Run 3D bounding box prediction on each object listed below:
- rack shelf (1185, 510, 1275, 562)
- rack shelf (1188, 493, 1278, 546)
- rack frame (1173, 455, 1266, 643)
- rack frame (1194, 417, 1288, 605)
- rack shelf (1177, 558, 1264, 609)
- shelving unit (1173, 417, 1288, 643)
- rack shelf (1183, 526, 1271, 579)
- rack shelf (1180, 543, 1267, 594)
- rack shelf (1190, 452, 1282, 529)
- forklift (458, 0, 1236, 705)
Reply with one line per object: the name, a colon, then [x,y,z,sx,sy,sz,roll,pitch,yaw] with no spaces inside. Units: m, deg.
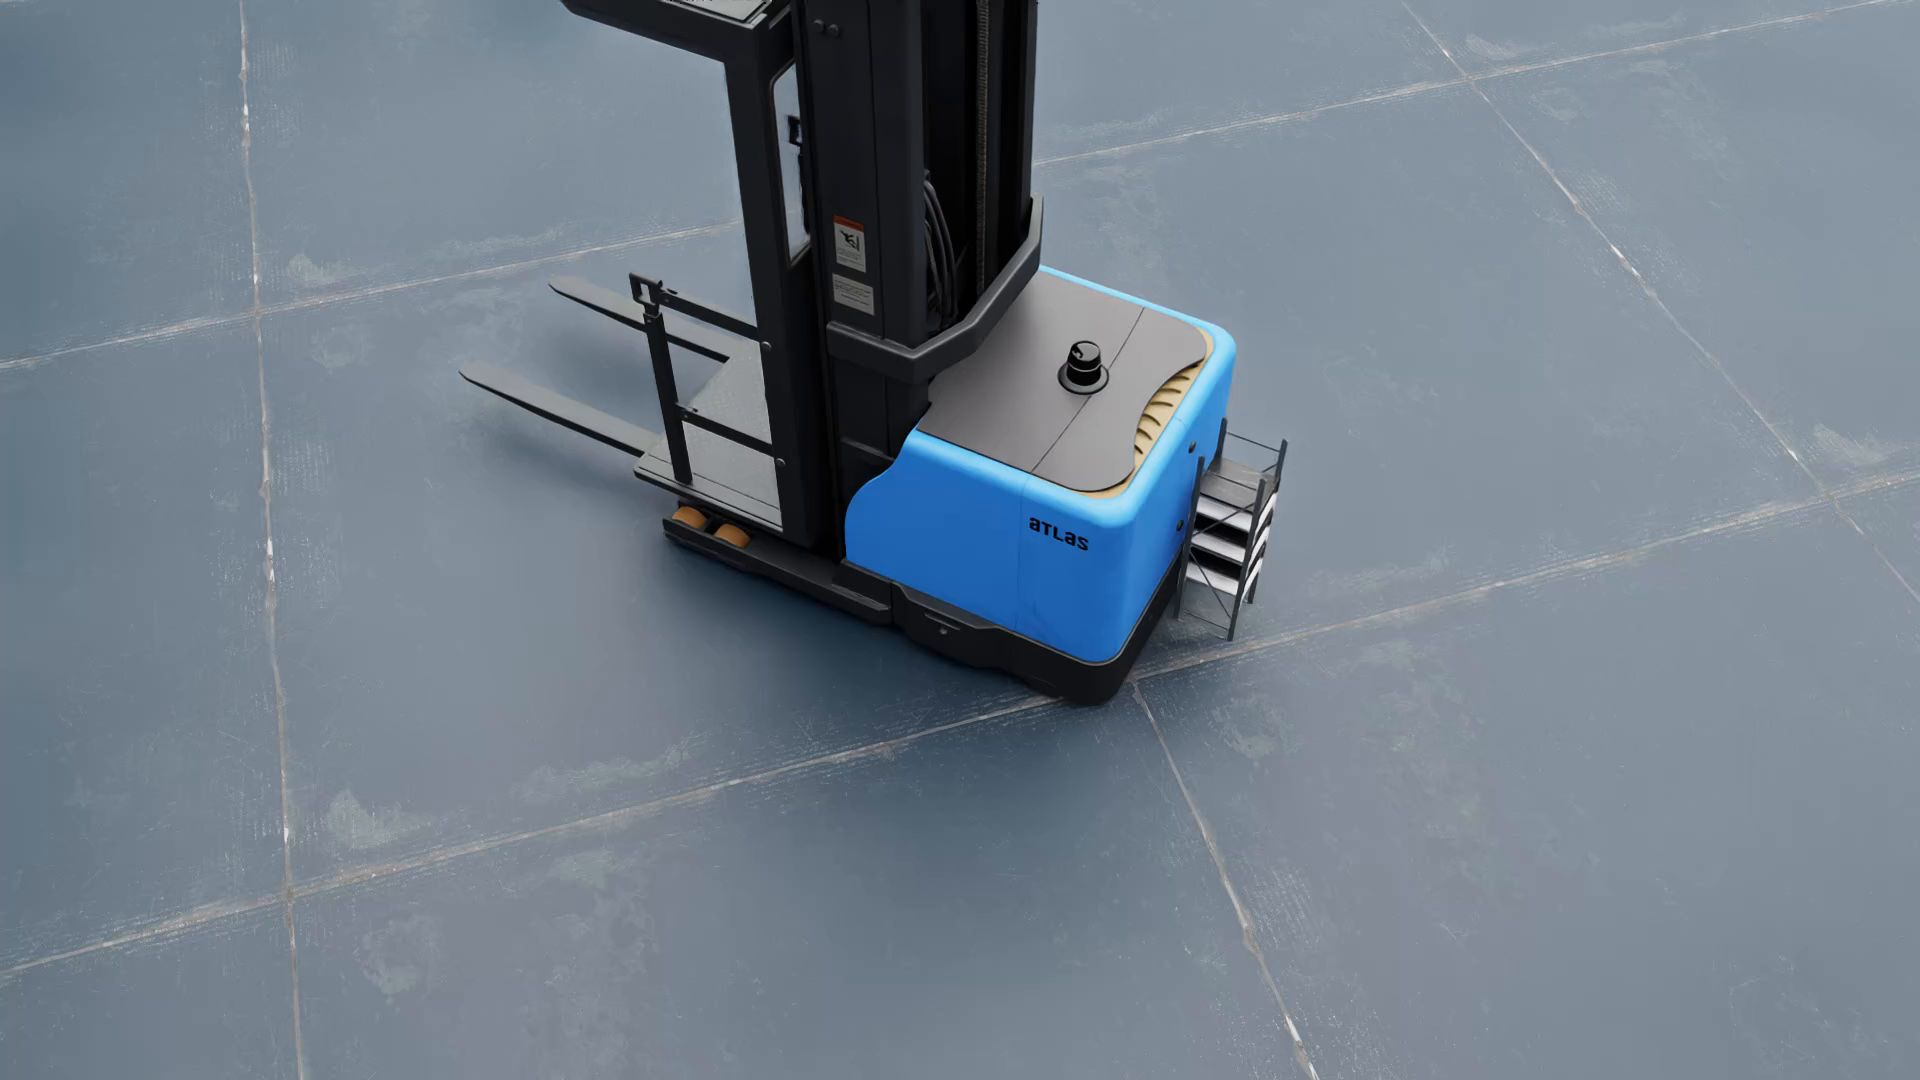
rack shelf: [0.960,-0.057,5.925,0.258,0.077,0.200,22,53,18]
rack shelf: [0.960,-0.115,5.856,0.258,0.077,0.200,22,53,18]
rack frame: [0.912,0.048,5.910,0.240,0.900,0.006,22,53,18]
rack frame: [1.008,-0.089,6.026,0.240,0.900,0.006,22,53,18]
rack shelf: [0.960,0.117,6.131,0.258,0.077,0.200,22,53,18]
shelving unit: [0.960,-0.020,5.968,0.258,0.900,0.210,22,53,18]
rack shelf: [0.960,0.001,5.993,0.258,0.077,0.200,22,53,18]
rack shelf: [0.960,0.059,6.062,0.258,0.077,0.200,22,53,18]
rack shelf: [0.960,-0.173,5.787,0.258,0.077,0.200,22,53,18]
forklift: [-0.573,-1.178,5.616,3.031,2.935,1.130,22,53,18]
